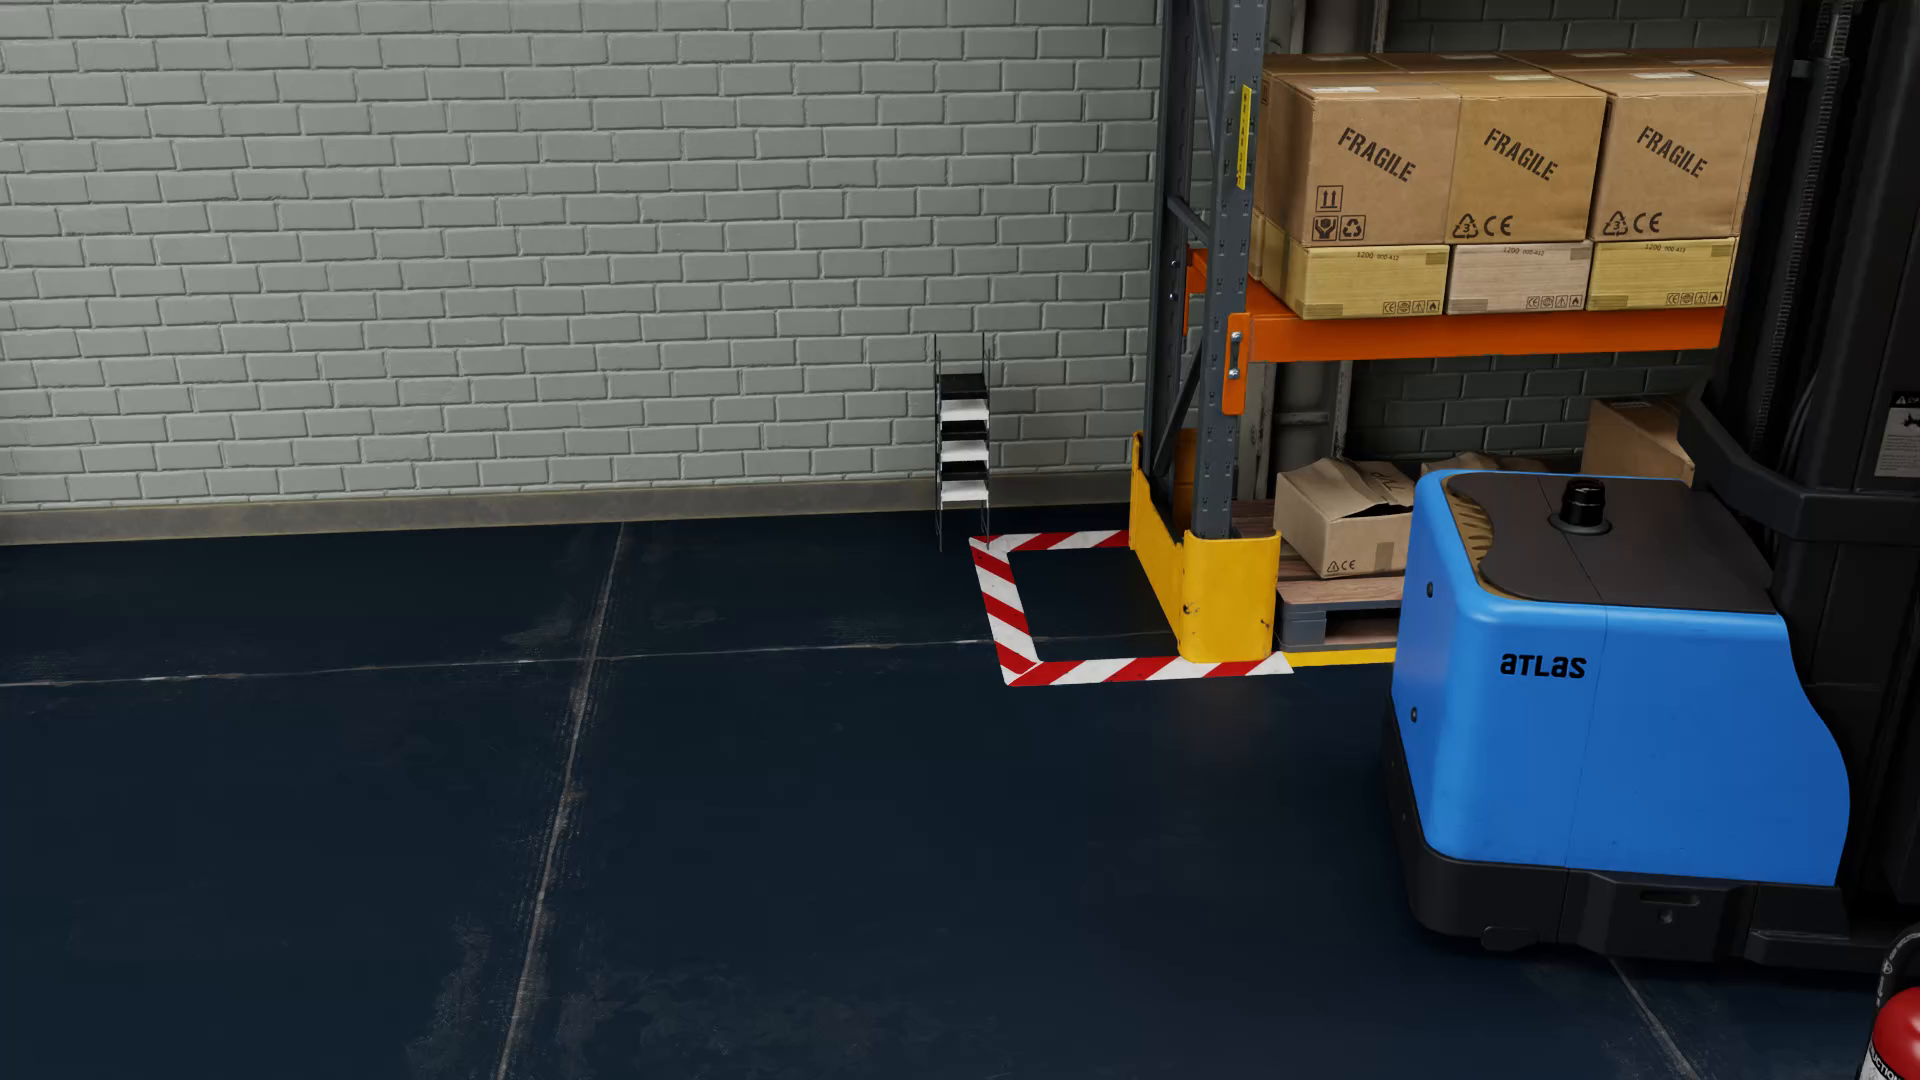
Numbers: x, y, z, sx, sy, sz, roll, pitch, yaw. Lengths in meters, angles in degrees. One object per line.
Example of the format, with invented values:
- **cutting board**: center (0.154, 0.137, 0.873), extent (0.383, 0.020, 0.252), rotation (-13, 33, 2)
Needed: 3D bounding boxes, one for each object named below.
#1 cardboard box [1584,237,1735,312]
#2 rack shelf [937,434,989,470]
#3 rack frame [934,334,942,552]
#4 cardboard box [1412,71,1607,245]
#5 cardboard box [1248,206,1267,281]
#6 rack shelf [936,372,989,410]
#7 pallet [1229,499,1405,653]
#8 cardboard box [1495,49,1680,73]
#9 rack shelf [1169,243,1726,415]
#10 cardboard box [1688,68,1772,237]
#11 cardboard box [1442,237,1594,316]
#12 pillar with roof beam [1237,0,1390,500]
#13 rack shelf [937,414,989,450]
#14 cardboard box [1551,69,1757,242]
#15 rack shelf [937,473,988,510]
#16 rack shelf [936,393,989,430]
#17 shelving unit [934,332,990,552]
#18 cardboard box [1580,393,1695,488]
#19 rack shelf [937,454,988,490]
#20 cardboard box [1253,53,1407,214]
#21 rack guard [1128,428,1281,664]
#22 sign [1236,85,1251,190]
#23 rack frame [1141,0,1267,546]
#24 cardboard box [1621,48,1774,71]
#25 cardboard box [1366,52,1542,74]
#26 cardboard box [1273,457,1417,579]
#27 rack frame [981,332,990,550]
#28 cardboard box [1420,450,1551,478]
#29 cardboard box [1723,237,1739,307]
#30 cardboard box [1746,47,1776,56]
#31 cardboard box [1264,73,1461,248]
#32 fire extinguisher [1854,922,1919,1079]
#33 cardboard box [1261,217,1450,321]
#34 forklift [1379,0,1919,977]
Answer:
- **cardboard box**: center (2.418, -1.023, 6.019), extent (0.500, 0.250, 0.500), rotation (-3, 24, -6)
- **rack shelf**: center (0.008, -0.381, 7.081), extent (0.200, 0.077, 0.258), rotation (-2, 24, -5)
- **rack frame**: center (-0.093, -0.407, 7.059), extent (0.006, 0.900, 0.240), rotation (-2, 24, -5)
- **cardboard box**: center (1.876, -1.344, 5.816), extent (0.500, 0.500, 0.500), rotation (-2, 24, -5)
- **cardboard box**: center (1.325, -1.185, 6.382), extent (0.500, 0.250, 0.500), rotation (-2, 24, -4)
- **rack shelf**: center (0.008, -0.628, 6.972), extent (0.200, 0.077, 0.258), rotation (-2, 24, -5)
- **pallet**: center (1.766, 0.106, 6.751), extent (1.213, 0.211, 1.003), rotation (-2, 24, -5)
- **cardboard box**: center (2.343, -1.573, 6.334), extent (0.500, 0.500, 0.500), rotation (-3, 24, -7)
- **rack shelf**: center (2.869, -0.898, 6.463), extent (4.000, 0.370, 1.077), rotation (-2, 24, -5)
- **cardboard box**: center (2.903, -1.387, 5.914), extent (0.500, 0.500, 0.500), rotation (-2, 24, -3)
- **cardboard box**: center (1.911, -1.005, 5.979), extent (0.500, 0.250, 0.500), rotation (-3, 24, -7)
- **pillar with roof beam**: center (1.913, -2.526, 1.854), extent (0.400, 9.000, 9.100), rotation (-2, 24, -5)
- **rack shelf**: center (0.008, -0.463, 7.045), extent (0.200, 0.077, 0.258), rotation (-2, 24, -5)
- **cardboard box**: center (2.391, -1.362, 5.857), extent (0.500, 0.500, 0.500), rotation (-3, 24, -7)
- **rack shelf**: center (0.008, -0.217, 7.155), extent (0.200, 0.077, 0.258), rotation (-2, 24, -5)
- **rack shelf**: center (0.008, -0.546, 7.008), extent (0.200, 0.077, 0.258), rotation (-2, 24, -5)
- **shelving unit**: center (0.008, -0.412, 7.068), extent (0.210, 0.900, 0.258), rotation (-2, 24, -5)
- **cardboard box**: center (2.878, -0.229, 6.608), extent (0.500, 0.500, 0.700), rotation (-4, 24, -8)
- **rack shelf**: center (0.008, -0.299, 7.118), extent (0.200, 0.077, 0.258), rotation (-2, 24, -5)
- **cardboard box**: center (1.327, -1.535, 6.247), extent (0.500, 0.500, 0.500), rotation (-3, 24, -6)
- **rack guard**: center (0.954, -0.008, 6.652), extent (0.348, 0.500, 1.175), rotation (-2, 24, -5)
- **sign**: center (0.932, -1.323, 5.468), extent (0.005, 0.325, 0.100), rotation (-2, 24, -5)
- **rack frame**: center (0.878, -1.147, 6.137), extent (0.127, 3.000, 1.000), rotation (-2, 24, -5)
- **cardboard box**: center (2.844, -1.594, 6.379), extent (0.500, 0.500, 0.500), rotation (-2, 24, -4)
- **cardboard box**: center (1.828, -1.551, 6.283), extent (0.500, 0.500, 0.500), rotation (-2, 24, -4)
- **cardboard box**: center (1.576, -0.111, 6.574), extent (0.500, 0.311, 0.500), rotation (-5, 24, -11)
- **rack frame**: center (0.109, -0.416, 7.077), extent (0.006, 0.900, 0.240), rotation (-2, 24, -5)
- **cardboard box**: center (2.143, -0.133, 6.626), extent (0.500, 0.311, 0.500), rotation (0, 24, -1)
- **cardboard box**: center (2.921, -1.042, 6.062), extent (0.500, 0.250, 0.500), rotation (-2, 24, -5)
- **cardboard box**: center (3.359, -1.619, 6.436), extent (0.500, 0.500, 0.500), rotation (-2, 24, -4)
- **cardboard box**: center (1.383, -1.328, 5.781), extent (0.500, 0.500, 0.500), rotation (-2, 24, -5)
- **fire extinguisher**: center (1.206, 0.707, 2.060), extent (0.183, 0.674, 0.296), rotation (-2, 24, -5)
- **cardboard box**: center (1.395, -0.979, 5.919), extent (0.500, 0.250, 0.500), rotation (-3, 24, -7)
- **forklift**: center (2.833, -0.318, 4.357), extent (3.031, 2.935, 1.130), rotation (3, 24, 7)
